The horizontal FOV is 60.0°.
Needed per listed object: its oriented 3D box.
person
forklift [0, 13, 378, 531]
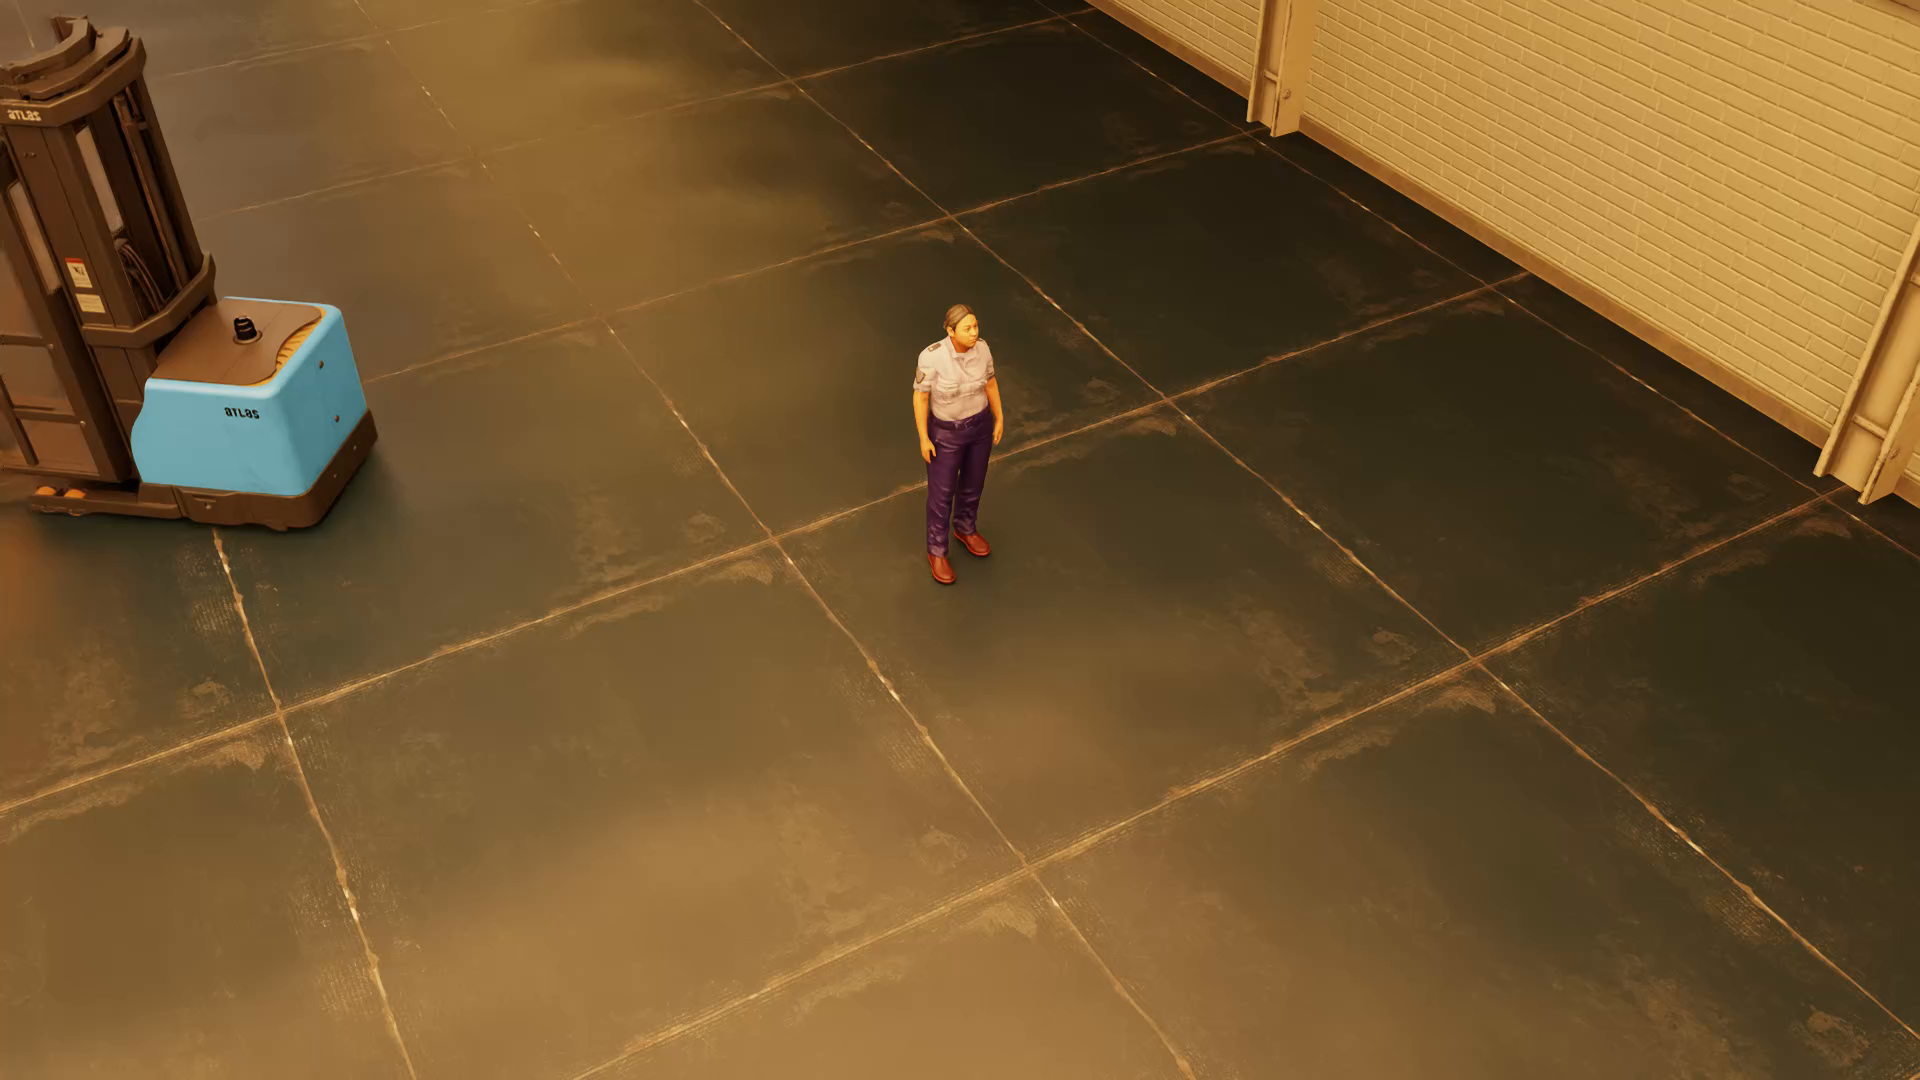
[{"bbox_3d":[0.025,-0.578,9.736,0.598,1.641,0.502,-20,44,-23],"label":"person"},{"bbox_3d":[-5.424,-1.610,9.977,3.031,2.935,1.130,5,40,6],"label":"forklift"}]
